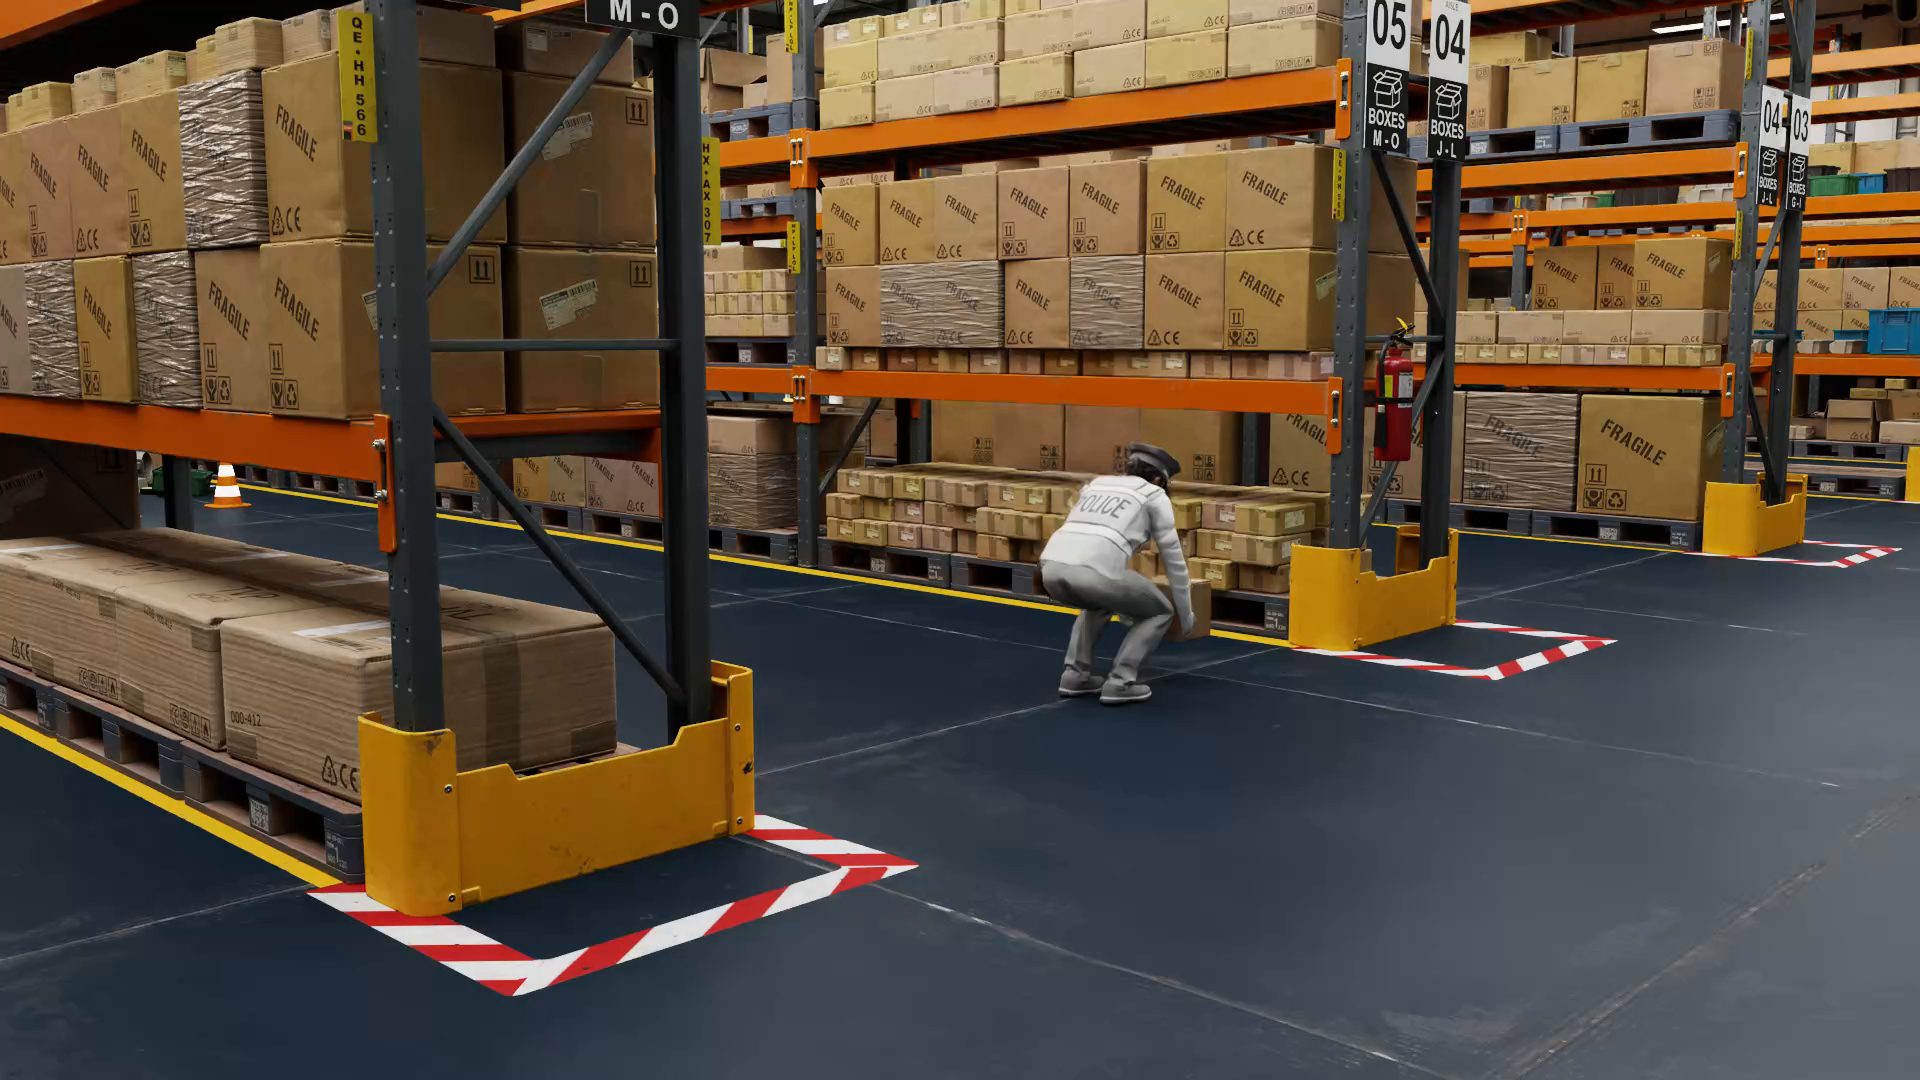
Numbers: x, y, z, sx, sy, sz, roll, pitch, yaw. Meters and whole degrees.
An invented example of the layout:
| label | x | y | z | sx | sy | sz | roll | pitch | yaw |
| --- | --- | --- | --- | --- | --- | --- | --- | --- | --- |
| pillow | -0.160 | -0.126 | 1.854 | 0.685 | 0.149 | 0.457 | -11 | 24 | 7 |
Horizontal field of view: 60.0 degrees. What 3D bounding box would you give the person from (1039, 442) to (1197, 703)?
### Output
| label | x | y | z | sx | sy | sz | roll | pitch | yaw |
| --- | --- | --- | --- | --- | --- | --- | --- | --- | --- |
| person | 0.662 | 0.129 | 7.134 | 0.505 | 1.073 | 0.815 | 7 | 10 | 43 |
